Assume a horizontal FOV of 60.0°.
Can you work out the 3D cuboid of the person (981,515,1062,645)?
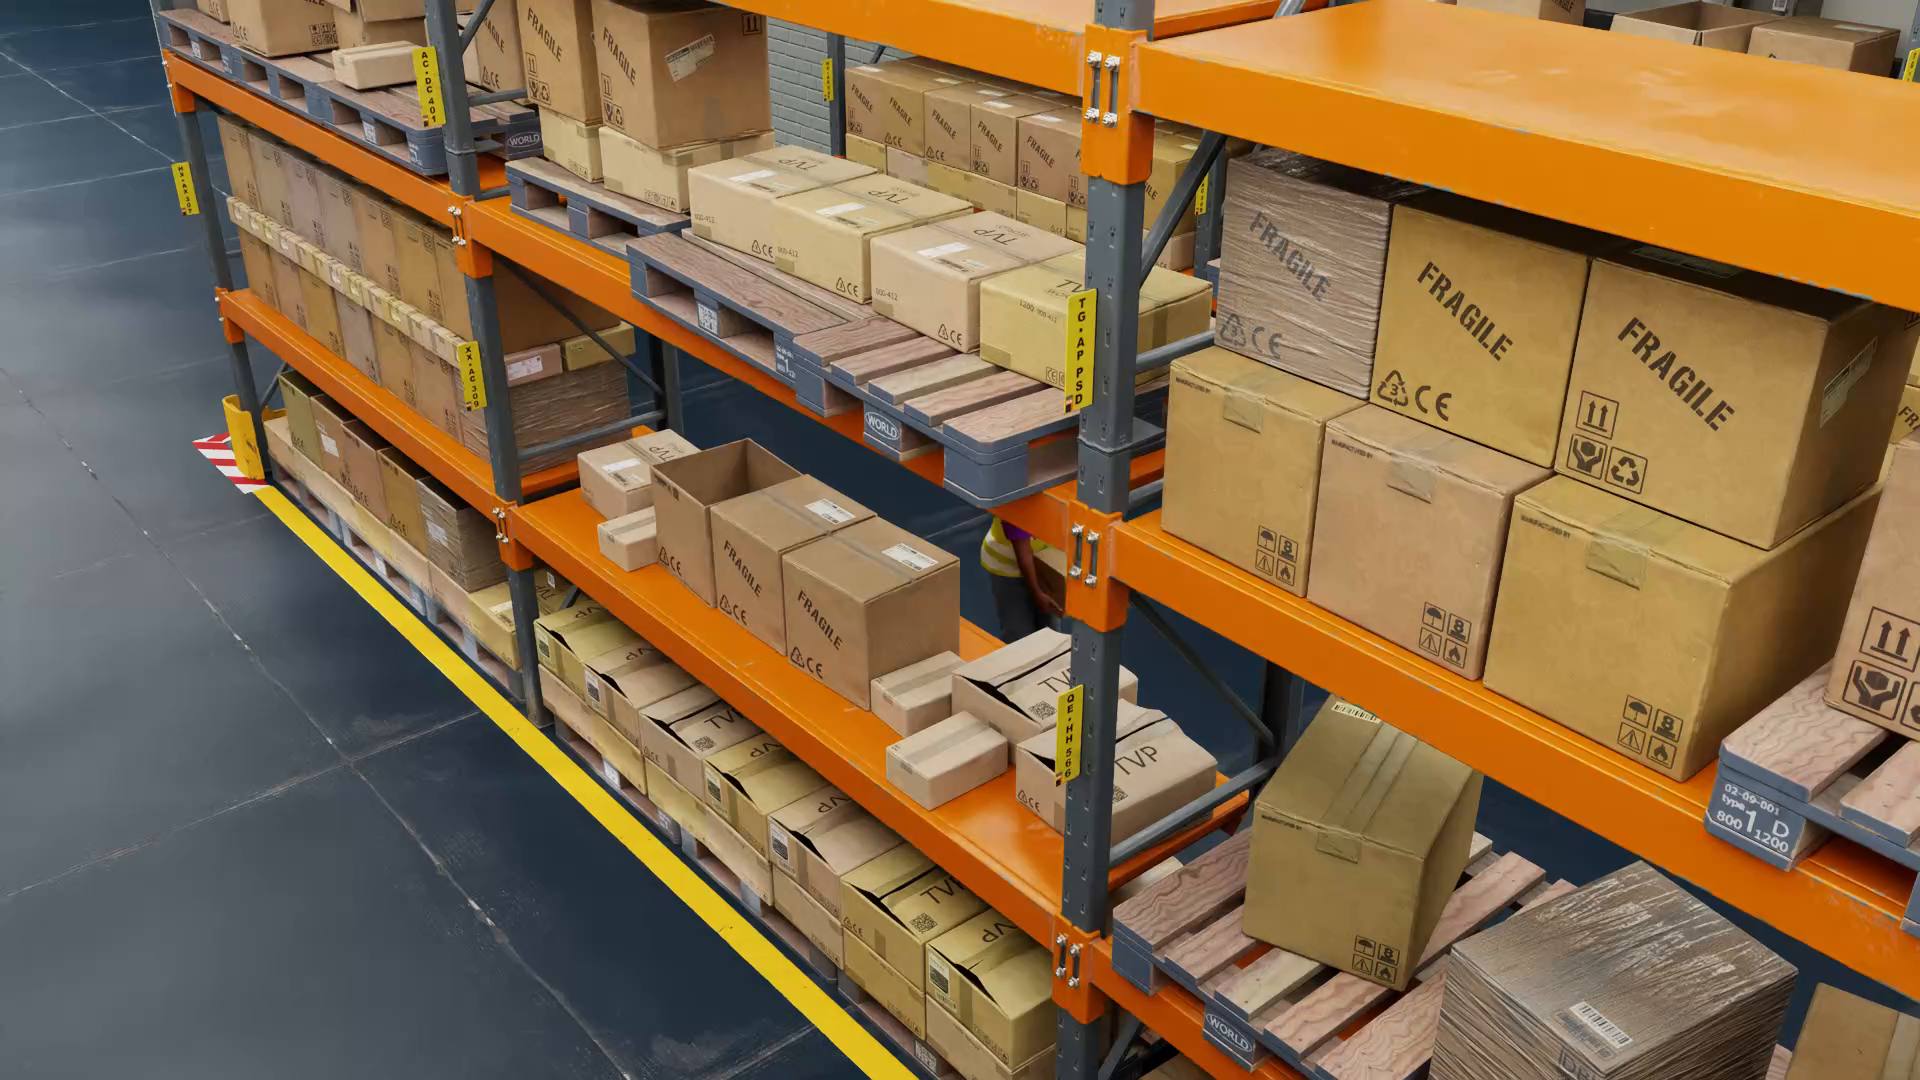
[{"bbox_3d":[0.410,0.165,8.307,0.501,1.746,0.593,-22,35,-35],"label":"person"}]
